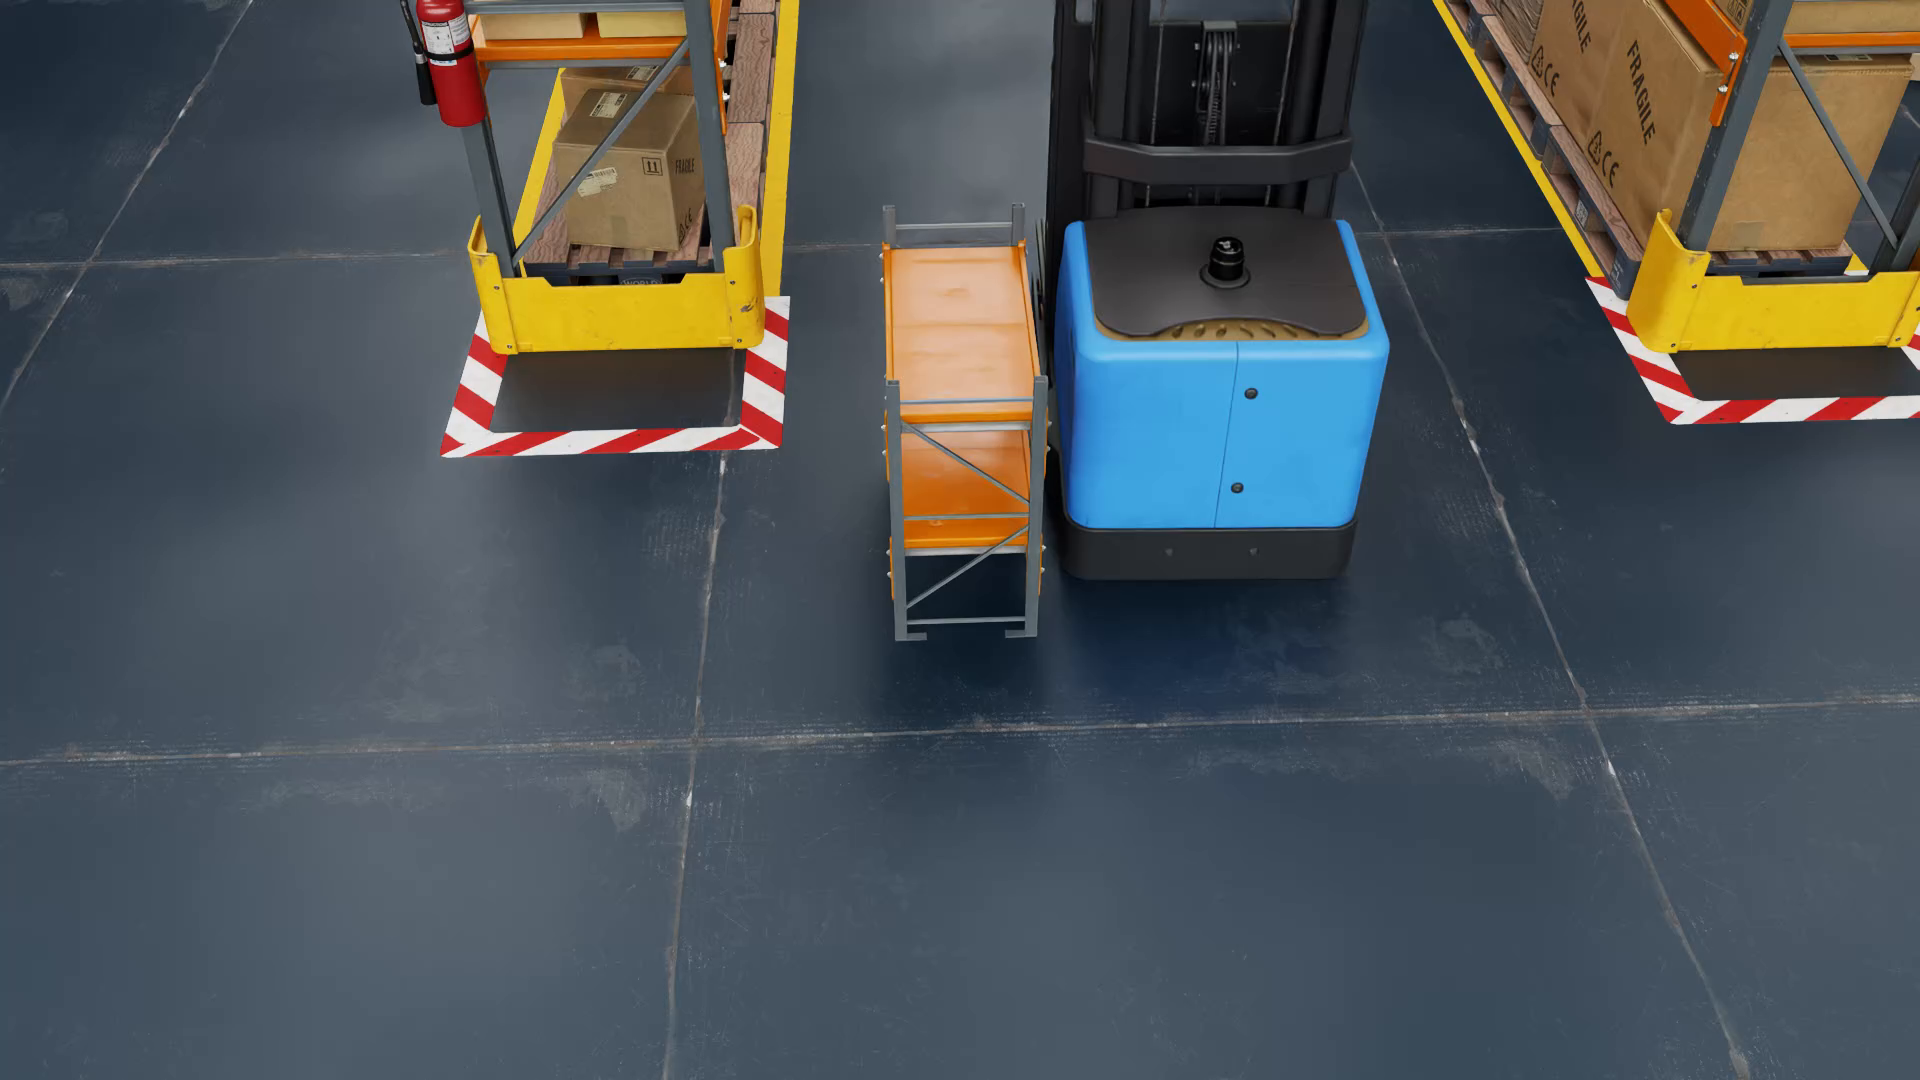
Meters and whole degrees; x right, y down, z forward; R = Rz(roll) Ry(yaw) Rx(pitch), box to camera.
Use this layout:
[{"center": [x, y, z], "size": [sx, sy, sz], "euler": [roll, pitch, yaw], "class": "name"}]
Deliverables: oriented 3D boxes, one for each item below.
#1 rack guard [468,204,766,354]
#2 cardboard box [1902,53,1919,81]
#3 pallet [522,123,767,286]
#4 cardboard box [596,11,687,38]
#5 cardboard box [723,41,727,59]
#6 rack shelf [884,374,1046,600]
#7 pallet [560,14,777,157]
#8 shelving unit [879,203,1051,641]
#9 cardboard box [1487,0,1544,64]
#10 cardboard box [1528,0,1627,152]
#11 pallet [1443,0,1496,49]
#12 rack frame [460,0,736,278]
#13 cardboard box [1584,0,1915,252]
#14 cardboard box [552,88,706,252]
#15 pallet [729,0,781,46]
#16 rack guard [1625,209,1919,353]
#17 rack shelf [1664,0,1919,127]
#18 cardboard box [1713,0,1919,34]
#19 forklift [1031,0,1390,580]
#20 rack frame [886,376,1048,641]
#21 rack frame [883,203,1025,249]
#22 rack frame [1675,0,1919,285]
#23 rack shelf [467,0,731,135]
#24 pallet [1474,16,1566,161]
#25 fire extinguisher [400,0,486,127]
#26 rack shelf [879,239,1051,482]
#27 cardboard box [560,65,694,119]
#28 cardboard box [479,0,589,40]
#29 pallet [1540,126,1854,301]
[{"center": [-1.440, -1.111, 7.092], "size": [1.175, 0.500, 0.348], "euler": [-2, 43, -2], "class": "rack guard"}, {"center": [5.266, -2.640, 8.933], "size": [0.396, 0.266, 0.258], "euler": [5, 43, 6], "class": "cardboard box"}, {"center": [-1.440, -1.554, 7.789], "size": [1.003, 0.211, 1.213], "euler": [-2, 43, -2], "class": "pallet"}, {"center": [-1.211, -2.087, 6.493], "size": [0.380, 0.149, 0.250], "euler": [-2, 43, -2], "class": "cardboard box"}, {"center": [-1.493, -2.840, 8.668], "size": [0.500, 0.500, 0.500], "euler": [-5, 43, -6], "class": "cardboard box"}, {"center": [0.000, -0.239, 6.040], "size": [0.538, 0.278, 1.000], "euler": [-2, 43, -2], "class": "rack shelf"}, {"center": [-1.488, -2.375, 8.685], "size": [1.003, 0.211, 1.213], "euler": [-2, 43, -2], "class": "pallet"}, {"center": [0.000, -0.419, 5.875], "size": [0.538, 1.125, 1.048], "euler": [-2, 43, -2], "class": "shelving unit"}, {"center": [3.352, -3.092, 8.665], "size": [0.875, 0.875, 0.875], "euler": [-1, 43, -1], "class": "cardboard box"}, {"center": [3.388, -2.476, 7.993], "size": [0.875, 0.875, 0.875], "euler": [-2, 43, -2], "class": "cardboard box"}, {"center": [3.307, -3.212, 9.598], "size": [1.003, 0.211, 1.213], "euler": [-2, 43, -2], "class": "pallet"}, {"center": [-1.437, -1.981, 6.191], "size": [1.000, 3.000, 0.127], "euler": [-2, 43, -2], "class": "rack frame"}, {"center": [3.428, -1.882, 7.345], "size": [0.875, 0.875, 0.875], "euler": [-1, 43, -2], "class": "cardboard box"}, {"center": [-1.447, -1.636, 7.354], "size": [0.500, 0.500, 0.500], "euler": [6, 43, 6], "class": "cardboard box"}, {"center": [-1.543, -3.201, 9.586], "size": [1.003, 0.211, 1.213], "euler": [-2, 43, -2], "class": "pallet"}, {"center": [3.524, -1.117, 7.099], "size": [1.175, 0.500, 0.348], "euler": [-2, 43, -2], "class": "rack guard"}, {"center": [3.438, -3.140, 7.988], "size": [1.077, 0.370, 4.000], "euler": [-2, 43, -2], "class": "rack shelf"}, {"center": [3.462, -2.359, 6.493], "size": [0.875, 0.550, 0.550], "euler": [-2, 43, -2], "class": "cardboard box"}, {"center": [0.879, -1.908, 6.163], "size": [1.130, 2.935, 3.031], "euler": [0, 43, 0], "class": "forklift"}, {"center": [0.021, -0.076, 5.500], "size": [0.500, 1.125, 0.032], "euler": [-2, 43, -2], "class": "rack frame"}, {"center": [-0.022, -0.762, 6.249], "size": [0.500, 1.125, 0.032], "euler": [-2, 43, -2], "class": "rack frame"}, {"center": [3.523, -2.055, 6.272], "size": [1.000, 3.000, 0.127], "euler": [-2, 43, -2], "class": "rack frame"}, {"center": [-1.522, -3.066, 7.907], "size": [1.077, 0.370, 4.000], "euler": [-2, 43, -2], "class": "rack shelf"}, {"center": [3.362, -2.386, 8.697], "size": [1.003, 0.211, 1.213], "euler": [-2, 43, -2], "class": "pallet"}, {"center": [-1.893, -1.862, 6.118], "size": [0.296, 0.674, 0.183], "euler": [-2, 43, -2], "class": "fire extinguisher"}, {"center": [0.000, -0.635, 5.677], "size": [0.538, 0.278, 1.000], "euler": [-2, 43, -2], "class": "rack shelf"}, {"center": [-1.507, -2.039, 7.793], "size": [0.500, 0.500, 0.500], "euler": [9, 43, 9], "class": "cardboard box"}, {"center": [-1.656, -2.075, 6.479], "size": [0.380, 0.149, 0.250], "euler": [-2, 43, -2], "class": "cardboard box"}, {"center": [3.410, -1.564, 7.801], "size": [1.003, 0.211, 1.213], "euler": [-2, 43, -2], "class": "pallet"}]
